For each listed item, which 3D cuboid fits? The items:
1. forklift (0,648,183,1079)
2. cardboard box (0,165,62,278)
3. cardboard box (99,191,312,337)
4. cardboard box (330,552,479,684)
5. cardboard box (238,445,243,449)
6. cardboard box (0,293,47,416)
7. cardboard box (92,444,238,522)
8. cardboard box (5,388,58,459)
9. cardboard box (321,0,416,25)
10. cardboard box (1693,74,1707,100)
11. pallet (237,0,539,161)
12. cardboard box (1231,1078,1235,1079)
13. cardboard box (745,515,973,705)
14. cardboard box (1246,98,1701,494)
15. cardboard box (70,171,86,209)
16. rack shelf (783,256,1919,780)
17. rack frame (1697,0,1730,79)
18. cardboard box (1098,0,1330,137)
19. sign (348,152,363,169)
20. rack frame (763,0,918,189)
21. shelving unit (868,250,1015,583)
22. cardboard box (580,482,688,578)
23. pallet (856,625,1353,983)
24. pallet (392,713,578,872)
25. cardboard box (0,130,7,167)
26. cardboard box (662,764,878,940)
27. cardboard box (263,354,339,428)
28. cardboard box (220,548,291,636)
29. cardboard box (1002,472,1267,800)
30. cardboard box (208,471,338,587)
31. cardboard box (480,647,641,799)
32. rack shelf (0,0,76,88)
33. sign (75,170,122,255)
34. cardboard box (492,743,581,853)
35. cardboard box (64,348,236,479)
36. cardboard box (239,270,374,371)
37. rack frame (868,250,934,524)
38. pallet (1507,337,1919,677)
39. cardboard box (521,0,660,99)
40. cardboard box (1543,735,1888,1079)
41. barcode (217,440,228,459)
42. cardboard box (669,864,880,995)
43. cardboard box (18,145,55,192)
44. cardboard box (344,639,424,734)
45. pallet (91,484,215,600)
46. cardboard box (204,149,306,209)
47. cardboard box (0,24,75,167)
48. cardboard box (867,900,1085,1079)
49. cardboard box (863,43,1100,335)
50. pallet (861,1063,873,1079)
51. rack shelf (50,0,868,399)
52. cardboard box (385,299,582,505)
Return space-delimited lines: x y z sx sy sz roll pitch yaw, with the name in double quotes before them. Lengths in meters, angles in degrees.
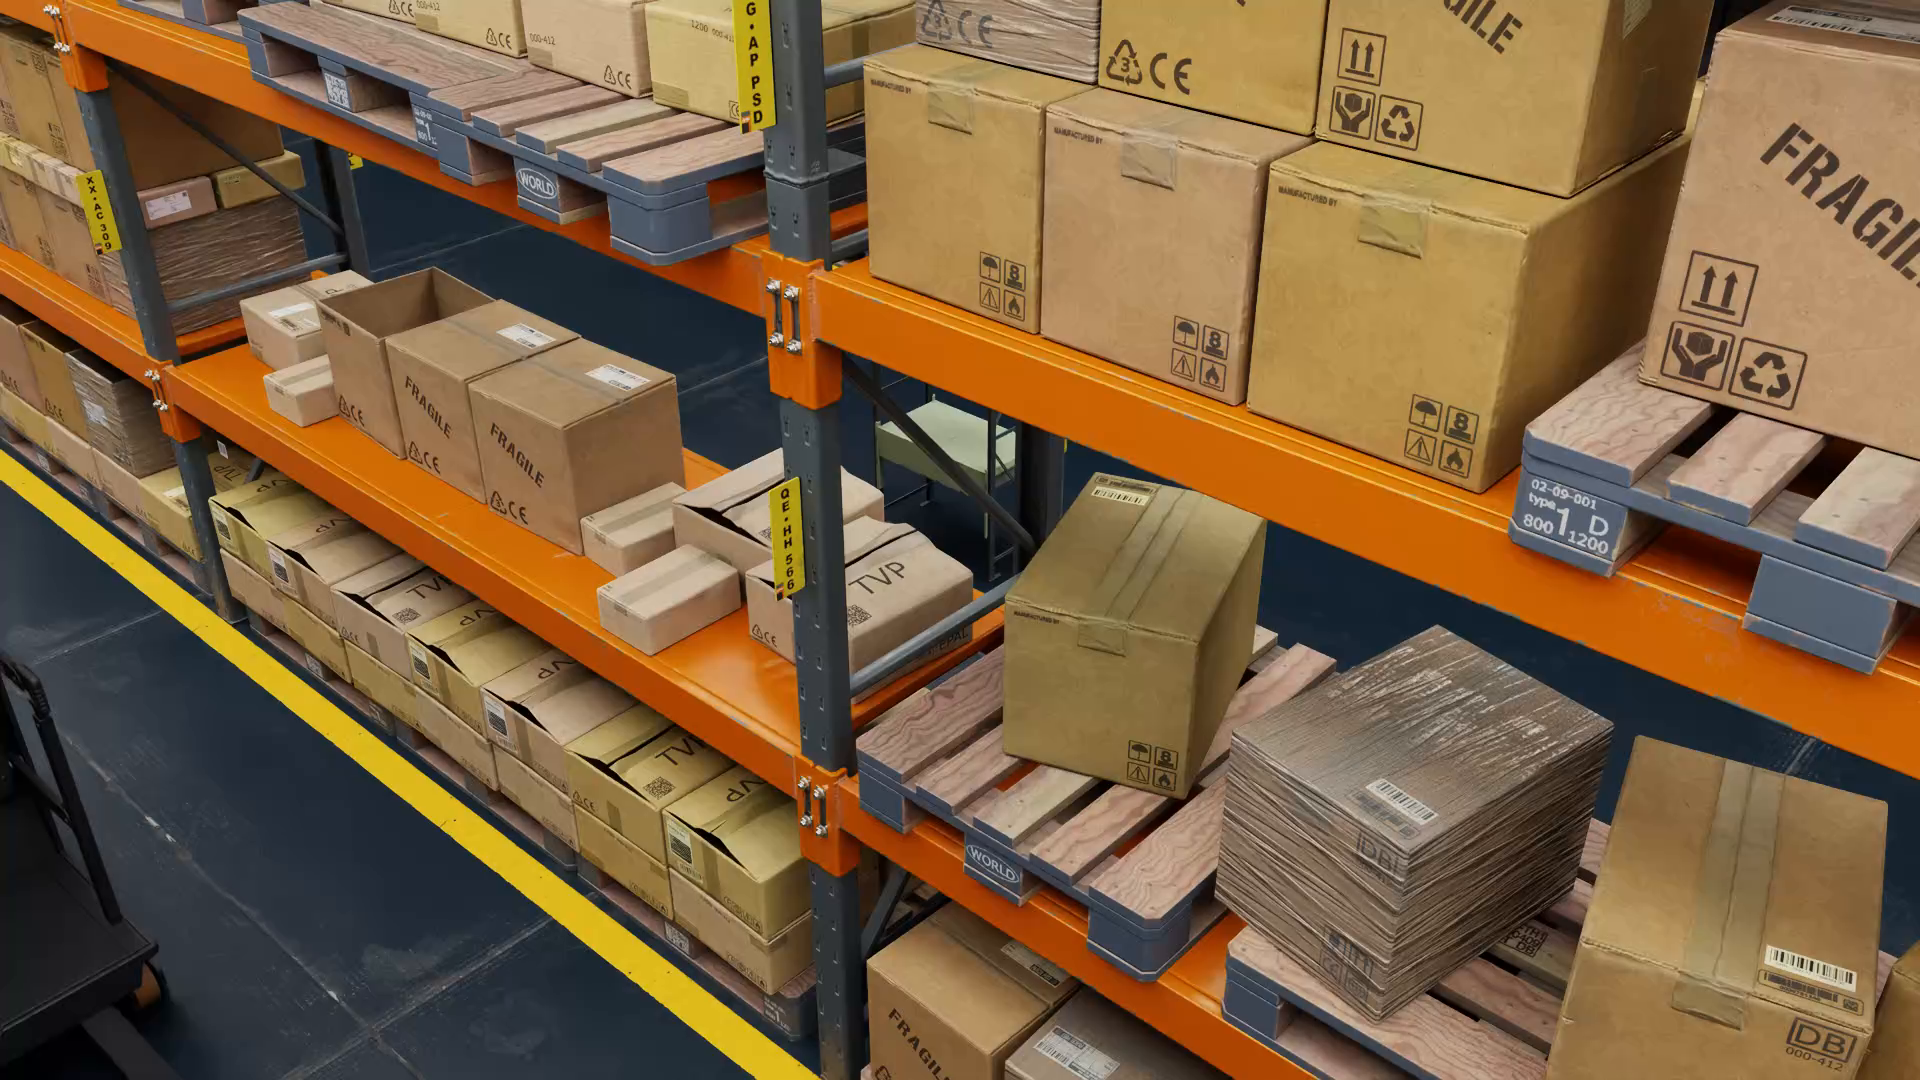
"forklift" -3.310 0.405 4.735 3.031 2.935 1.130 24 39 34
"cardboard box" -4.132 -1.651 7.987 0.500 0.500 0.700 26 39 36
"cardboard box" -3.367 -1.296 7.397 0.500 0.500 0.700 24 38 34
"cardboard box" -2.142 0.248 6.644 0.500 0.311 0.500 24 38 34
"cardboard box" -3.541 -0.555 8.522 0.500 0.250 0.500 25 39 35
"cardboard box" -4.641 -1.018 8.565 0.500 0.500 0.500 25 39 35
"cardboard box" -3.888 -0.357 8.194 0.500 0.250 0.500 25 39 35
"cardboard box" -4.640 -0.698 8.759 0.500 0.250 0.500 25 39 35
"cardboard box" -1.657 -1.817 5.190 0.500 0.250 0.500 21 37 31
"cardboard box" 3.438 -1.847 7.278 0.500 0.250 0.500 26 40 36
"pallet" -1.462 -1.508 5.122 1.213 0.211 1.003 27 40 37
"cardboard box" 0.838 1.786 4.371 0.500 0.500 0.500 24 39 34
"cardboard box" -0.308 0.178 5.132 0.500 0.311 0.500 -27 40 -37
"cardboard box" 1.042 -0.551 3.251 0.500 0.500 0.910 25 39 35
"cardboard box" -3.561 -1.521 7.142 0.250 0.149 0.380 24 39 34
"rack shelf" 1.415 -0.002 3.134 4.000 0.370 1.077 25 39 35
"rack frame" 3.253 -1.613 8.021 0.127 3.000 1.000 25 39 35
"cardboard box" 0.629 -1.144 3.267 0.500 0.500 0.500 25 39 35
"sign" -2.677 -1.775 7.244 0.005 0.325 0.100 25 39 35
"rack frame" -0.068 -2.288 3.325 0.127 3.000 1.000 25 39 35
"shelving unit" -0.005 -0.645 7.867 0.755 1.500 0.431 25 39 35
"cardboard box" -1.051 -0.030 5.634 0.380 0.149 0.250 -26 40 -36
"pallet" 0.482 0.573 4.577 1.003 0.211 1.213 25 39 35
"pallet" -1.552 0.755 6.791 1.213 0.211 1.003 25 39 35
"cardboard box" -4.319 -1.875 7.730 0.250 0.149 0.380 26 40 36
"cardboard box" -0.621 0.953 5.473 0.500 0.311 0.500 26 40 36
"cardboard box" -2.514 -0.609 6.597 0.250 0.149 0.380 25 39 35
"cardboard box" -2.901 0.131 7.383 0.500 0.250 0.500 24 38 34
"cardboard box" 0.475 0.235 4.448 0.500 0.500 0.700 12 33 19
"cardboard box" -2.894 -0.106 7.232 0.500 0.311 0.500 25 39 35
"cardboard box" -1.384 0.600 6.060 0.500 0.311 0.500 25 39 35
"rack shelf" -4.516 -2.771 7.733 4.000 0.370 1.077 25 39 35
"sign" -3.405 -1.294 6.575 0.005 0.325 0.100 25 39 35
"cardboard box" -1.377 0.840 6.206 0.500 0.250 0.500 26 40 36
"cardboard box" -3.887 -0.679 8.002 0.500 0.500 0.500 25 39 35
"cardboard box" -2.639 -0.884 6.955 0.500 0.250 0.500 -27 40 -37
"rack frame" -0.276 -0.772 8.077 0.023 1.500 0.400 25 39 35
"pallet" 1.690 -0.148 2.861 1.003 0.211 1.213 25 39 35
"cardboard box" -0.843 -1.428 4.544 0.500 0.250 0.500 26 40 36
"cardboard box" 1.547 0.856 3.415 0.500 0.500 0.700 15 34 23
"barcode" -3.124 -0.383 7.044 0.075 0.075 0.001 25 39 35
"cardboard box" -0.622 1.192 5.621 0.500 0.250 0.500 26 40 36
"cardboard box" -3.952 -1.701 7.442 0.250 0.149 0.380 25 39 35
"cardboard box" -2.137 0.486 6.793 0.500 0.250 0.500 24 38 34
"pallet" -3.595 -0.198 8.375 1.213 0.211 1.003 25 39 35
"cardboard box" -3.103 -1.590 7.256 0.250 0.149 0.380 25 39 35
"cardboard box" -3.742 -2.026 7.352 0.500 0.500 0.700 25 39 35
"cardboard box" 0.078 1.432 4.960 0.500 0.500 0.500 27 40 37
"cardboard box" 0.278 -0.907 3.843 0.500 0.500 0.910 25 39 35
"pallet" 0.460 1.750 5.138 1.213 0.211 1.003 25 39 35
"rack shelf" -1.551 -1.386 5.434 4.000 0.370 1.077 25 39 35
"cardboard box" -1.713 -0.517 6.103 0.500 0.500 0.500 25 39 35
